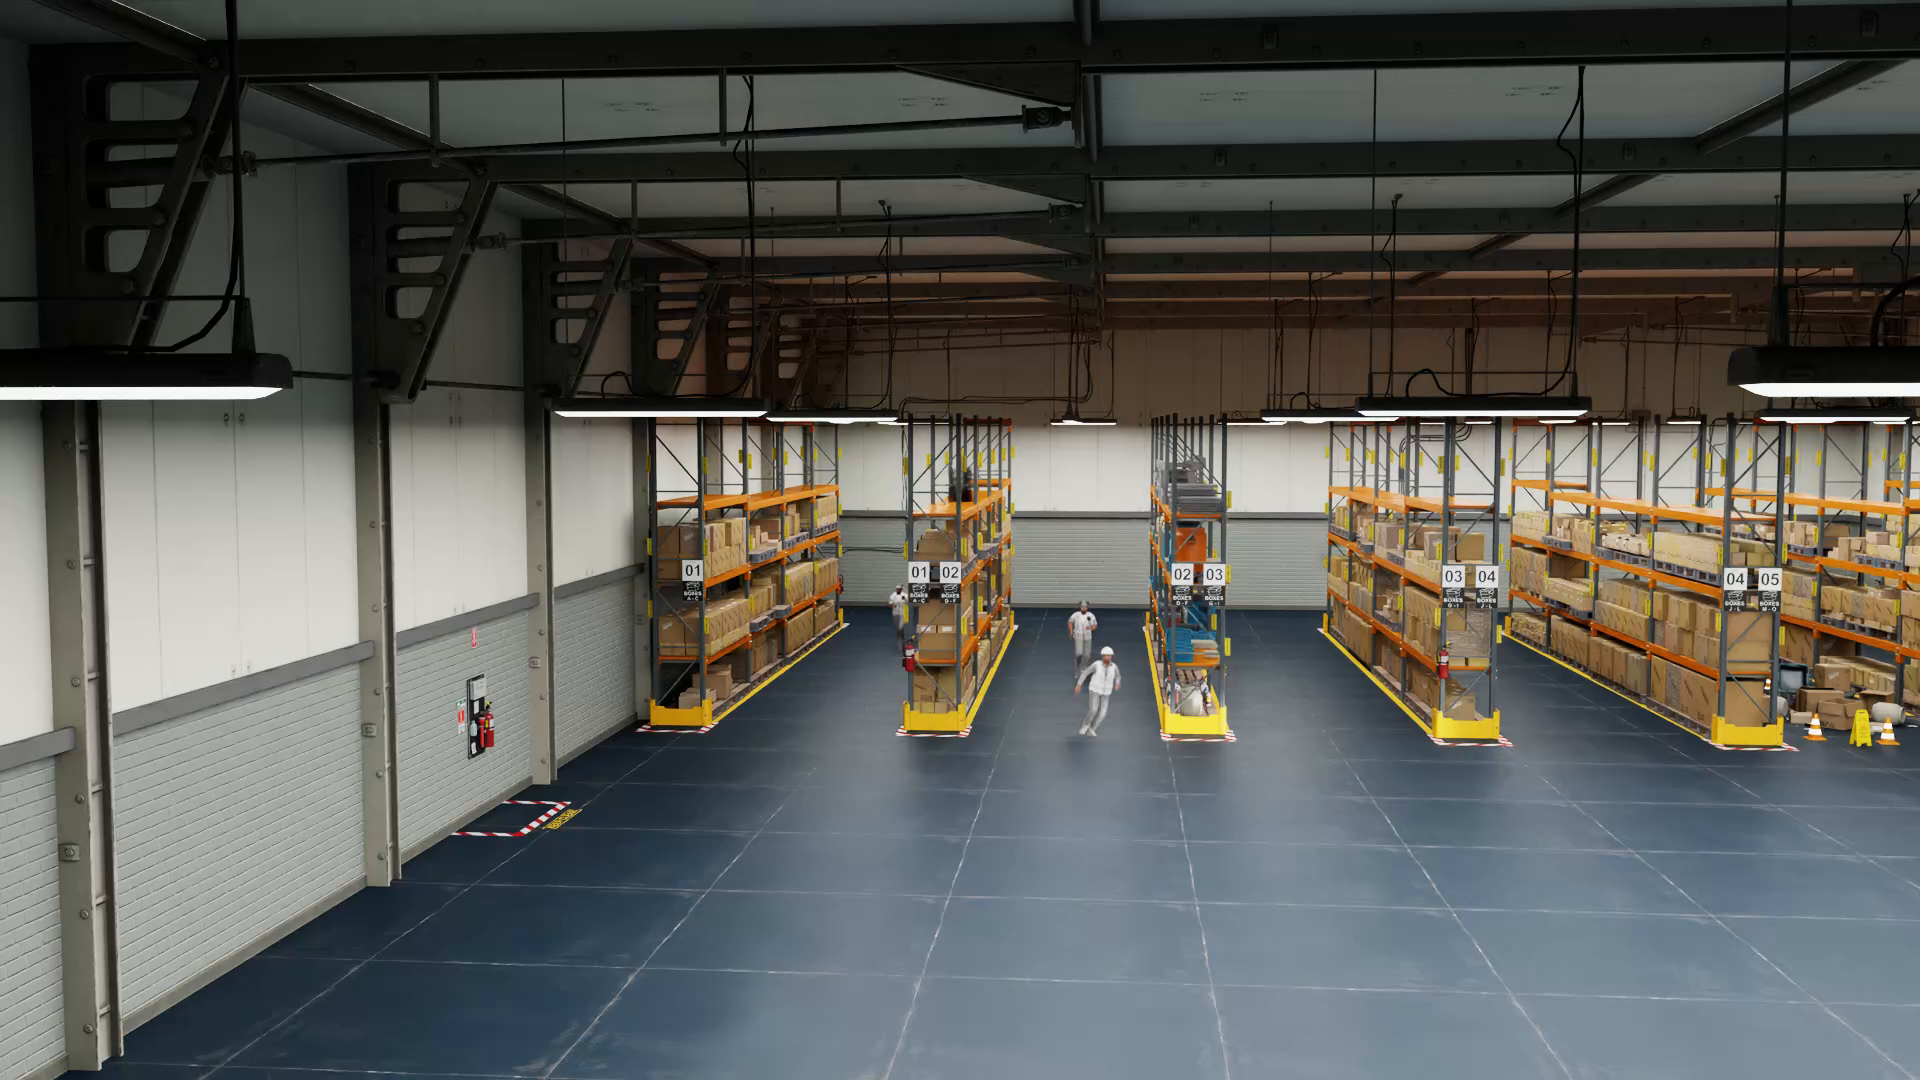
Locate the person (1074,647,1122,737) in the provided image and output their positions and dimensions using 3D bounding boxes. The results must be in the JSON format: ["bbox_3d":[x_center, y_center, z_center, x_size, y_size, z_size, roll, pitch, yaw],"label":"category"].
[{"bbox_3d":[2.618,2.821,30.818,0.851,1.672,0.613,-2,4,-22],"label":"person"}]

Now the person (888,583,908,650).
[{"bbox_3d":[-1.569,1.976,43.153,0.535,1.750,0.832,1,4,11],"label":"person"}]

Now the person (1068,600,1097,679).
[{"bbox_3d":[2.825,2.284,38.112,0.629,1.821,0.735,0,4,-4],"label":"person"}]
